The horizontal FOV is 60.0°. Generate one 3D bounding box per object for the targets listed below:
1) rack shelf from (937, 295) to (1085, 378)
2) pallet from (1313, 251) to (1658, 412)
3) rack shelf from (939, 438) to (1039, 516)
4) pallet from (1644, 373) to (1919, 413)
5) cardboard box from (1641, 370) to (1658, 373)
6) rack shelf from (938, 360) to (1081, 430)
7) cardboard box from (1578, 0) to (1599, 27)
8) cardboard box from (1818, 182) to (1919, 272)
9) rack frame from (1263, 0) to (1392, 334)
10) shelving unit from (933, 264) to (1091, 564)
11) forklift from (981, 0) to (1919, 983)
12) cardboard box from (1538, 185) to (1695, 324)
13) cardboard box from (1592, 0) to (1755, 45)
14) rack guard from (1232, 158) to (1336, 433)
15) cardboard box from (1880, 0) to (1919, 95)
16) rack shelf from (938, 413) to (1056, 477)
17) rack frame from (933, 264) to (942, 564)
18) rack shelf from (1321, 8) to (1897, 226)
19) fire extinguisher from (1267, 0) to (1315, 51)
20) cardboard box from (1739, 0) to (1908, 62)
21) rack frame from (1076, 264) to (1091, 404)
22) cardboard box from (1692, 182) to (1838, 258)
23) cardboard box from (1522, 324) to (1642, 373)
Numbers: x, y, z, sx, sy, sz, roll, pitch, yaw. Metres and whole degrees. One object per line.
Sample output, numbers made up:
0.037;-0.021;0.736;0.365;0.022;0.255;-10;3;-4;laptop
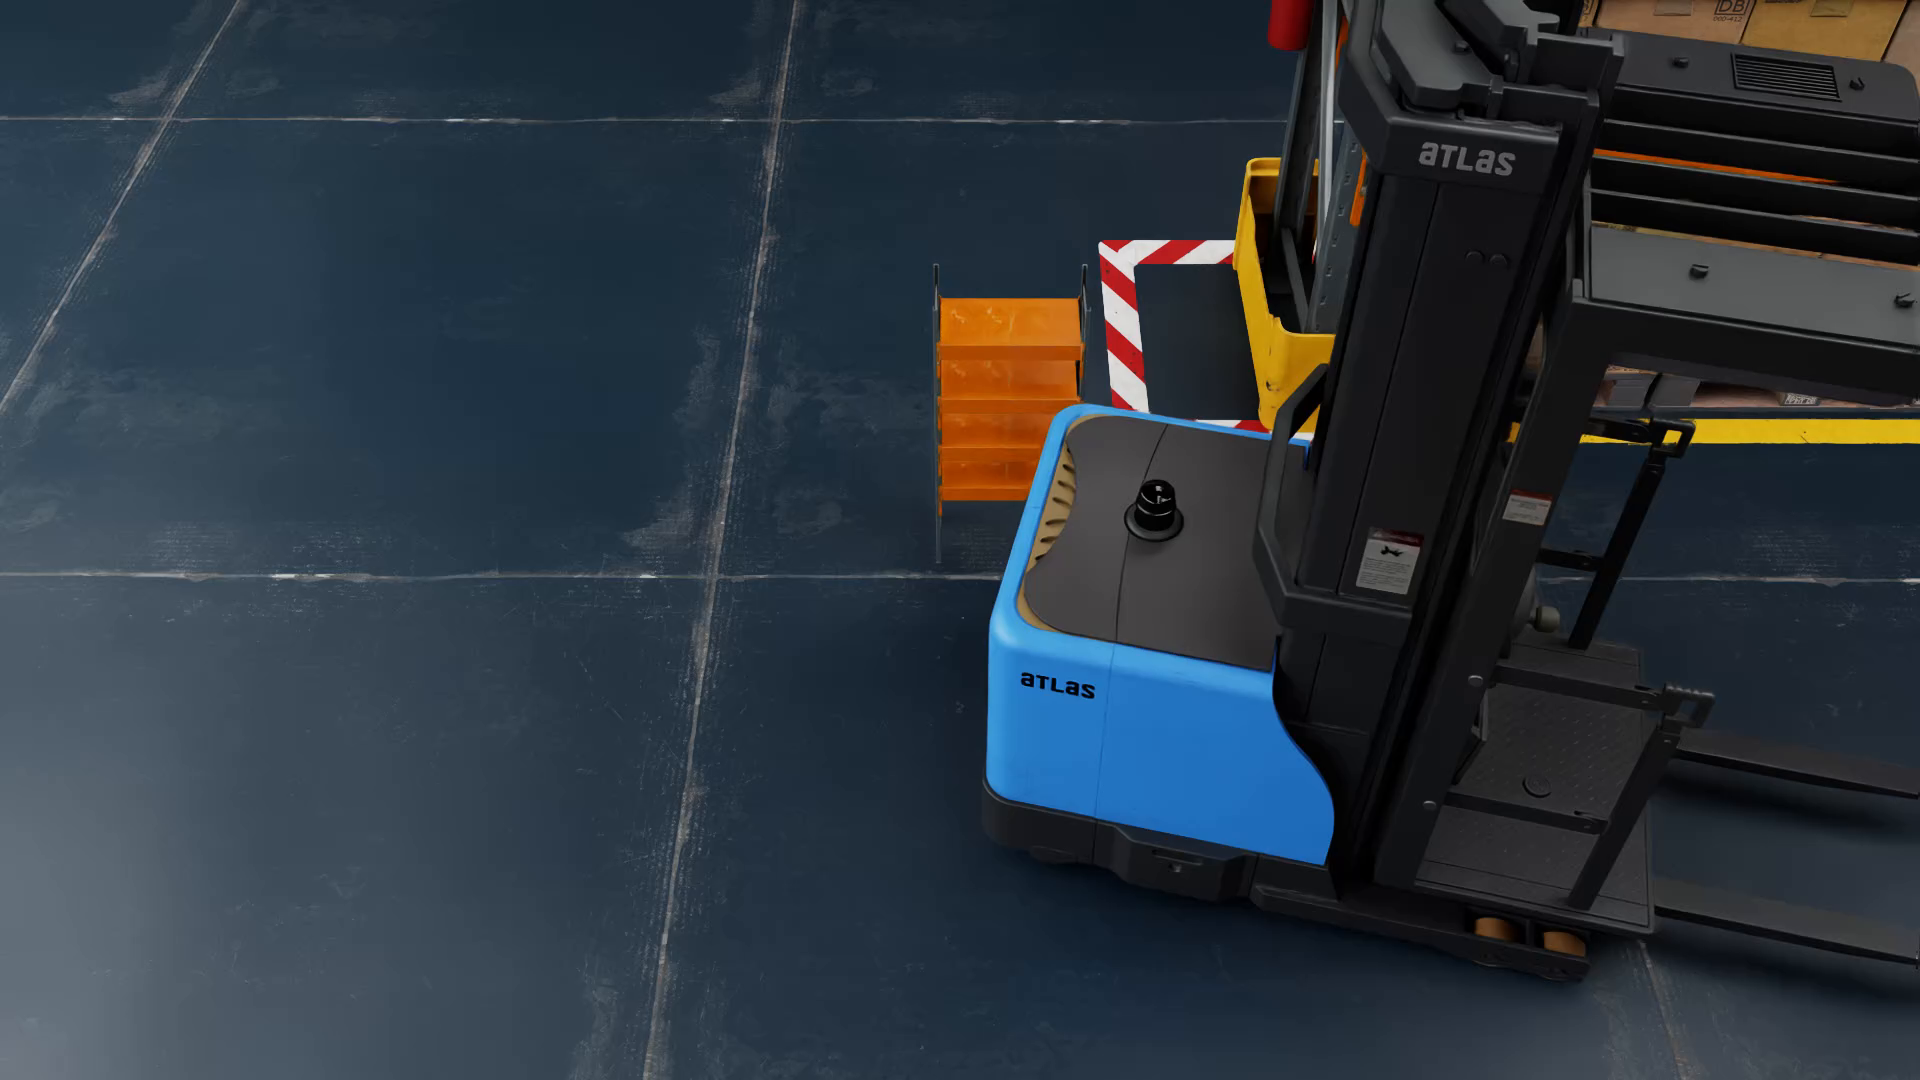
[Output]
0.166;-0.676;5.523;0.480;0.148;0.258;0;47;0;rack shelf
2.172;-0.959;6.998;1.213;0.211;1.003;0;47;0;pallet
0.166;-0.227;6.005;0.480;0.148;0.258;0;47;0;rack shelf
3.389;-0.954;6.993;1.213;0.211;1.003;0;47;0;pallet
2.943;-0.922;6.651;0.500;0.250;0.500;0;47;0;cardboard box
0.166;-0.515;5.696;0.480;0.148;0.258;0;47;0;rack shelf
1.874;-1.904;5.905;0.500;0.500;0.700;0;47;0;cardboard box
3.443;-1.172;6.371;0.500;0.500;0.500;0;47;0;cardboard box
1.407;-1.880;5.951;0.127;3.000;1.000;0;47;0;rack frame
0.166;-0.408;5.810;0.503;1.200;0.258;0;47;0;shelving unit
1.642;-0.103;4.344;3.031;2.935;1.130;10;48;10;forklift
2.443;-1.178;6.376;0.500;0.500;0.500;0;47;0;cardboard box
2.399;-1.906;5.907;0.500;0.500;0.700;1;47;1;cardboard box
1.383;-1.029;6.866;0.348;0.500;1.175;0;47;0;rack guard
3.422;-1.902;5.903;0.500;0.500;0.700;1;47;1;cardboard box
0.166;-0.362;5.860;0.480;0.148;0.258;0;47;0;rack shelf
-0.078;-0.409;5.811;0.015;1.200;0.240;0;47;0;rack frame
3.407;-1.630;6.209;4.000;0.370;1.077;0;47;0;rack shelf
1.291;-2.194;6.296;0.183;0.674;0.296;0;47;0;fire extinguisher
2.896;-1.900;5.901;0.500;0.500;0.700;0;47;0;cardboard box
0.410;-0.408;5.810;0.015;1.200;0.240;0;47;0;rack frame
2.943;-1.186;6.384;0.500;0.500;0.500;0;47;0;cardboard box
2.443;-0.924;6.652;0.500;0.250;0.500;0;47;0;cardboard box
